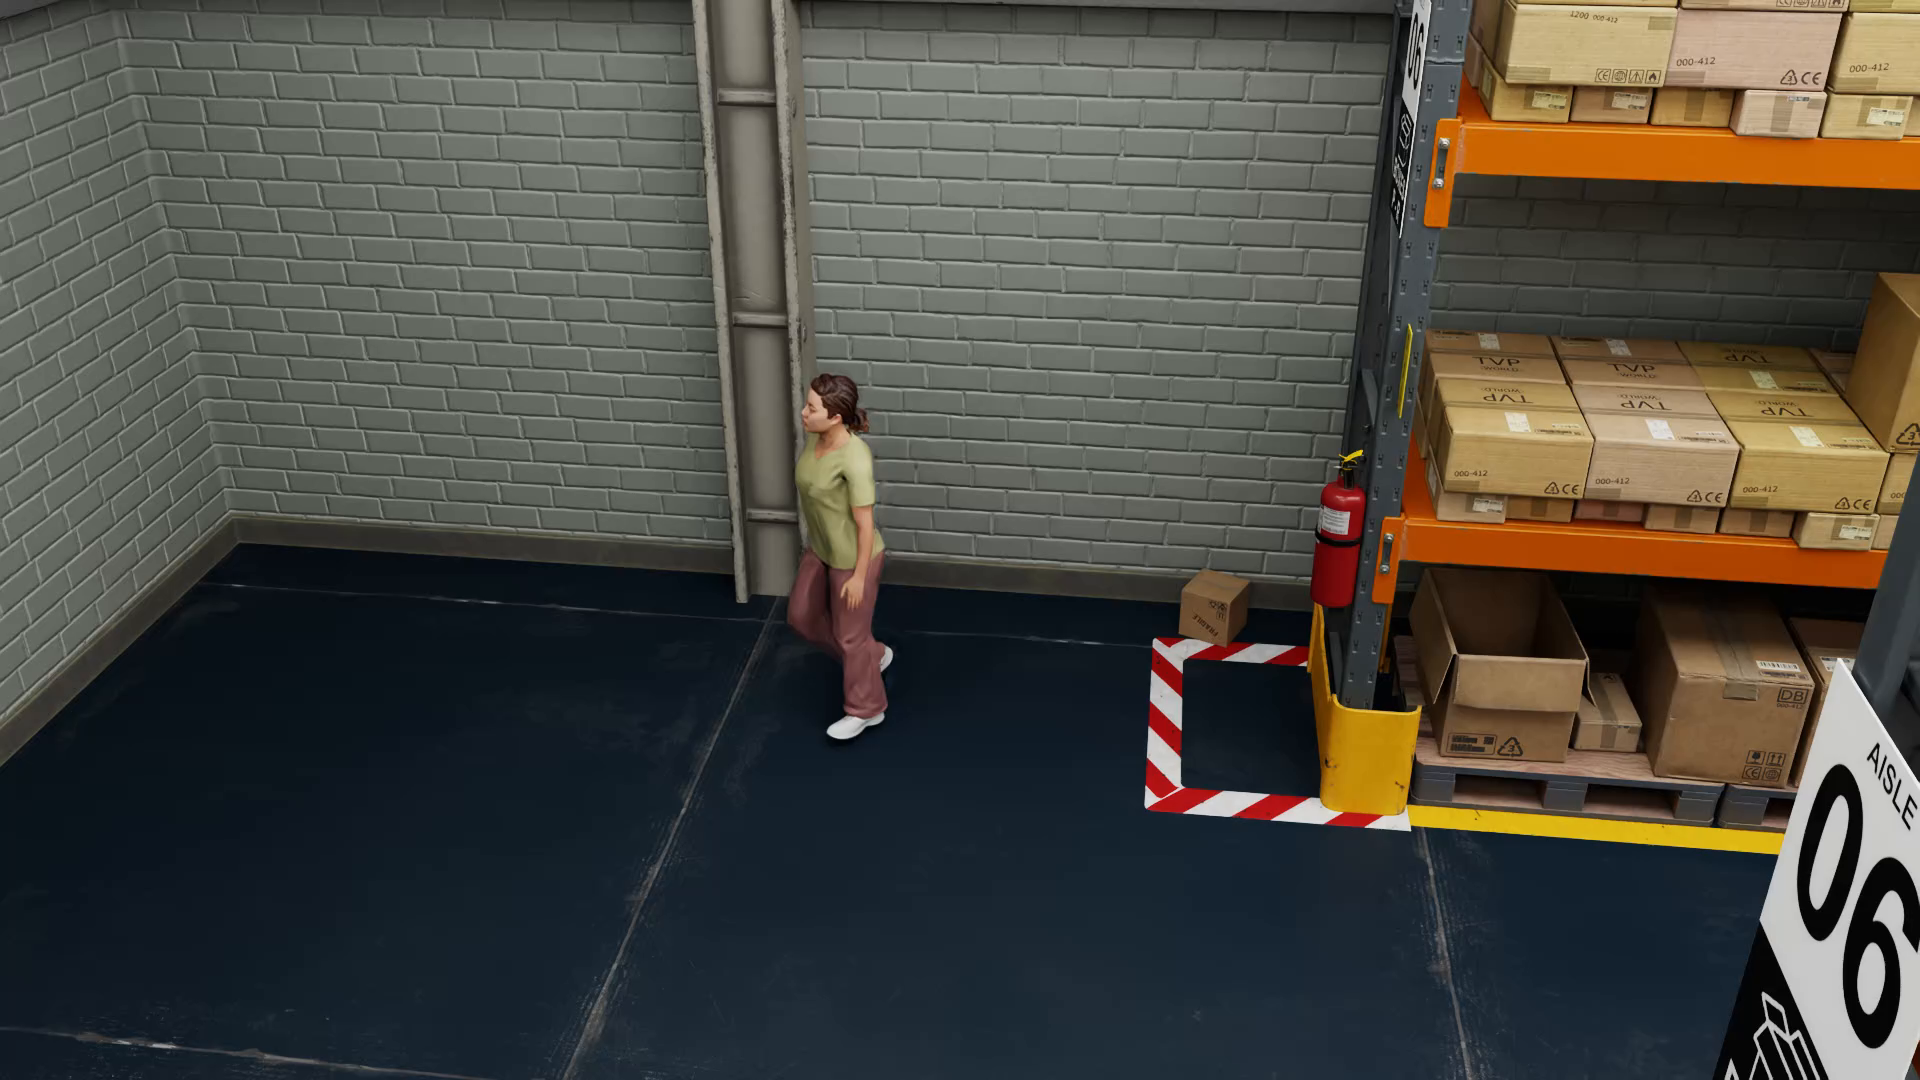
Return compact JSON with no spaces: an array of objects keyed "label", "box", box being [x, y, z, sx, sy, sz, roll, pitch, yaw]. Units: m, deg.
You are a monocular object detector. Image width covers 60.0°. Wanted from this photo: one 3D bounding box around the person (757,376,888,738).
[{"label":"person","box":[-0.573,0.101,6.929,0.494,1.695,0.501,-16,32,-27]}]
